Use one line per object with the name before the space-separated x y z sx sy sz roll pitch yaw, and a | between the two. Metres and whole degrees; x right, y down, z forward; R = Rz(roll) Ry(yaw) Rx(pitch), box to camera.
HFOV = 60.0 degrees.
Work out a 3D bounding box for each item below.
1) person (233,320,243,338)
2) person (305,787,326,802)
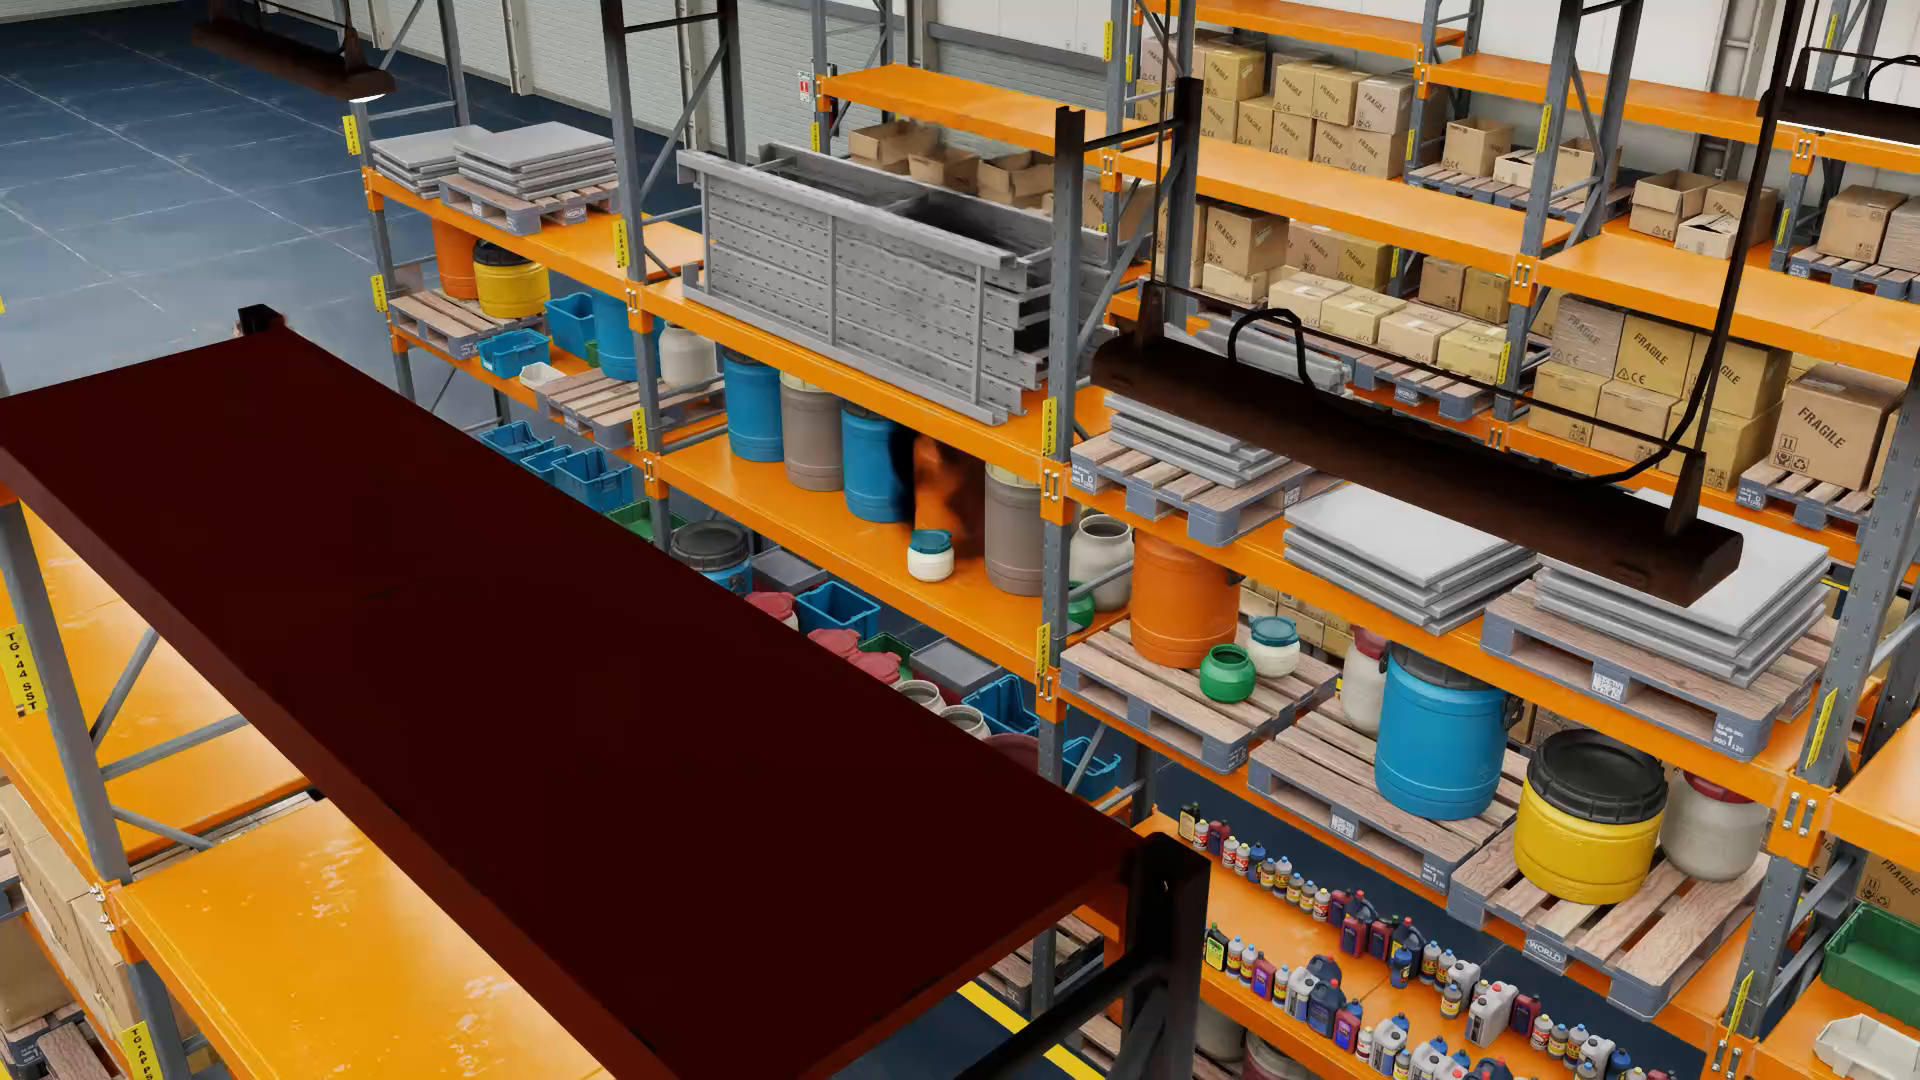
person | -7.667 -1.634 18.200 0.551 1.637 0.565 -6 29 -11
person | -4.205 1.938 10.856 0.575 1.699 0.656 24 37 37
